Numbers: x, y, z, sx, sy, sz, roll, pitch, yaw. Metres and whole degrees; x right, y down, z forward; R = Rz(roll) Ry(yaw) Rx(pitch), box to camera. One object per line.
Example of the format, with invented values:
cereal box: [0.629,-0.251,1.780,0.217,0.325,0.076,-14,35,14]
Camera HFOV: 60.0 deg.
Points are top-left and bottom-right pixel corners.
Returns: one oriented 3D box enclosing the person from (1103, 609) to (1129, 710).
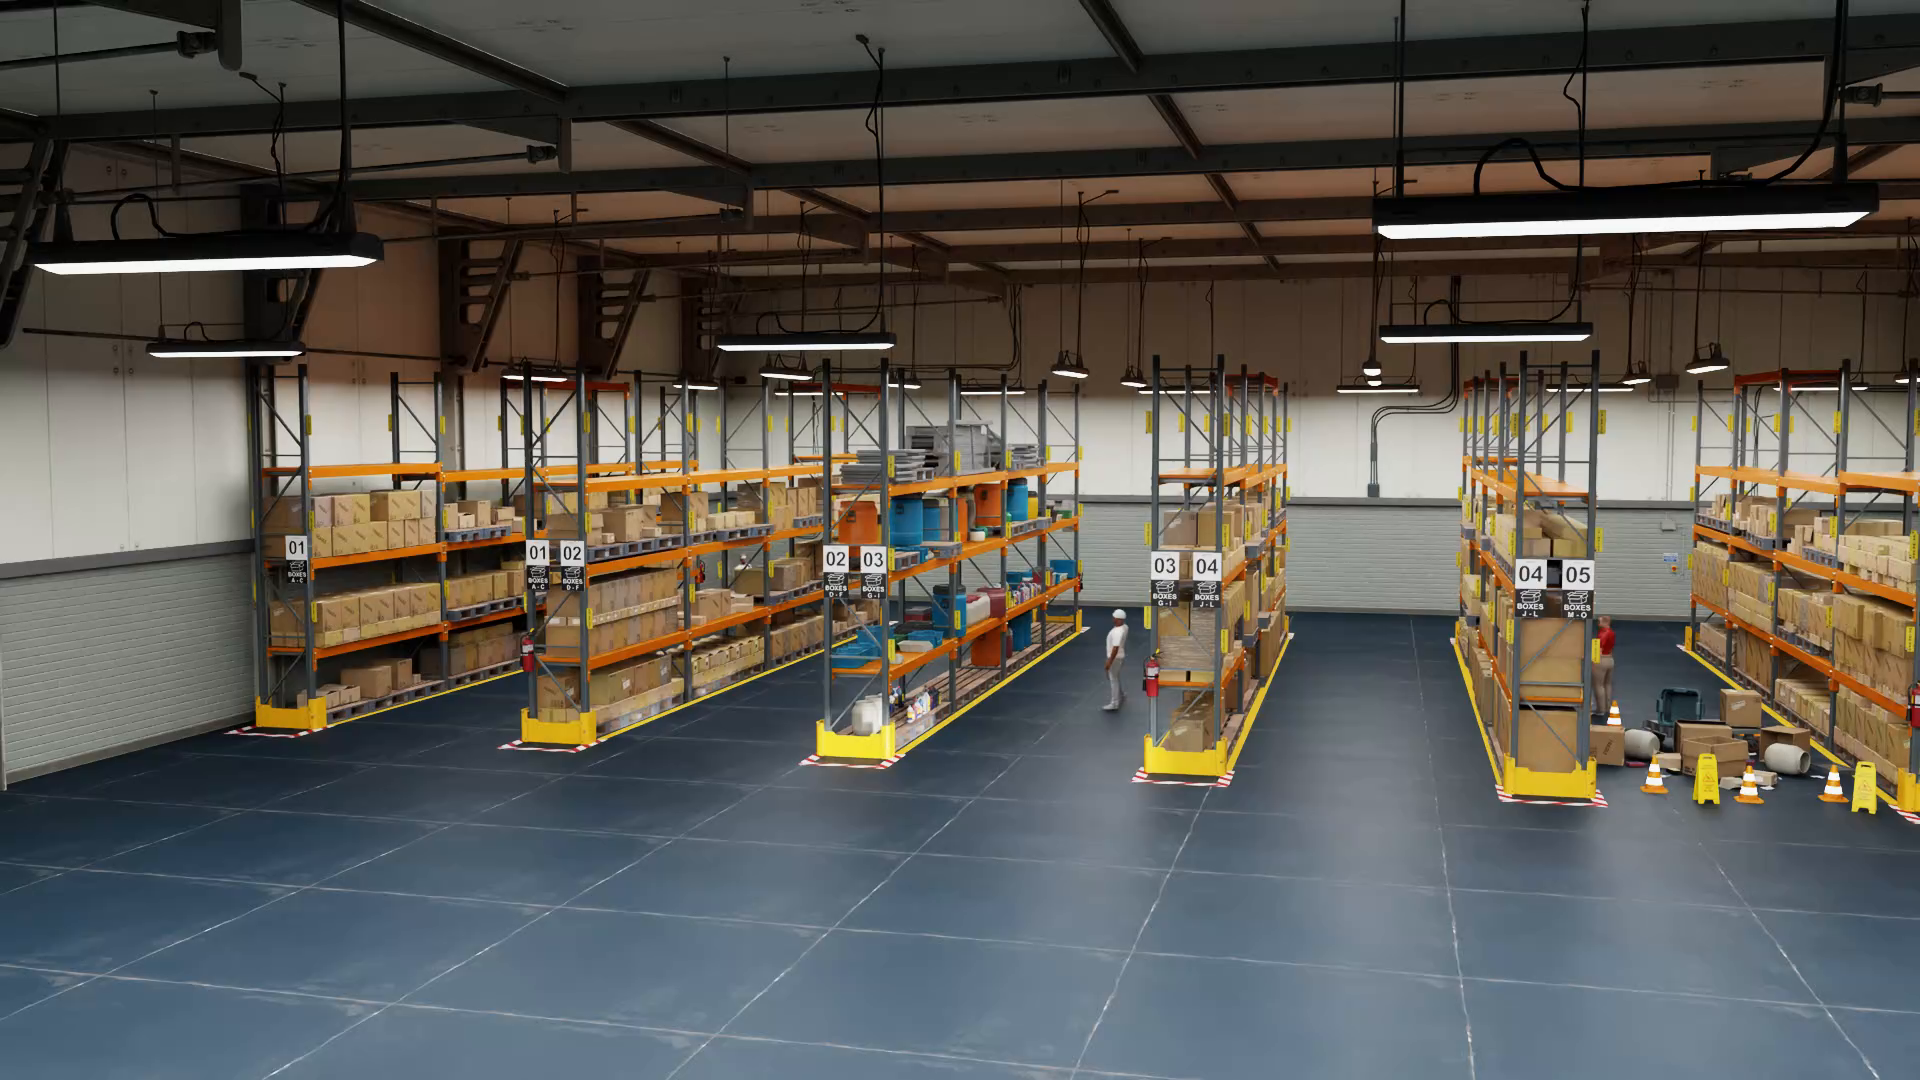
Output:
person: [2.762,2.091,29.401,0.480,1.757,0.676,0,4,4]

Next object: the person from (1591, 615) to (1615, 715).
person: [11.078,2.159,28.831,0.611,1.727,0.499,-3,5,-33]

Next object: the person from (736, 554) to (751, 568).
person: [-5.505,1.199,43.020,0.552,1.691,0.486,-2,5,-30]
